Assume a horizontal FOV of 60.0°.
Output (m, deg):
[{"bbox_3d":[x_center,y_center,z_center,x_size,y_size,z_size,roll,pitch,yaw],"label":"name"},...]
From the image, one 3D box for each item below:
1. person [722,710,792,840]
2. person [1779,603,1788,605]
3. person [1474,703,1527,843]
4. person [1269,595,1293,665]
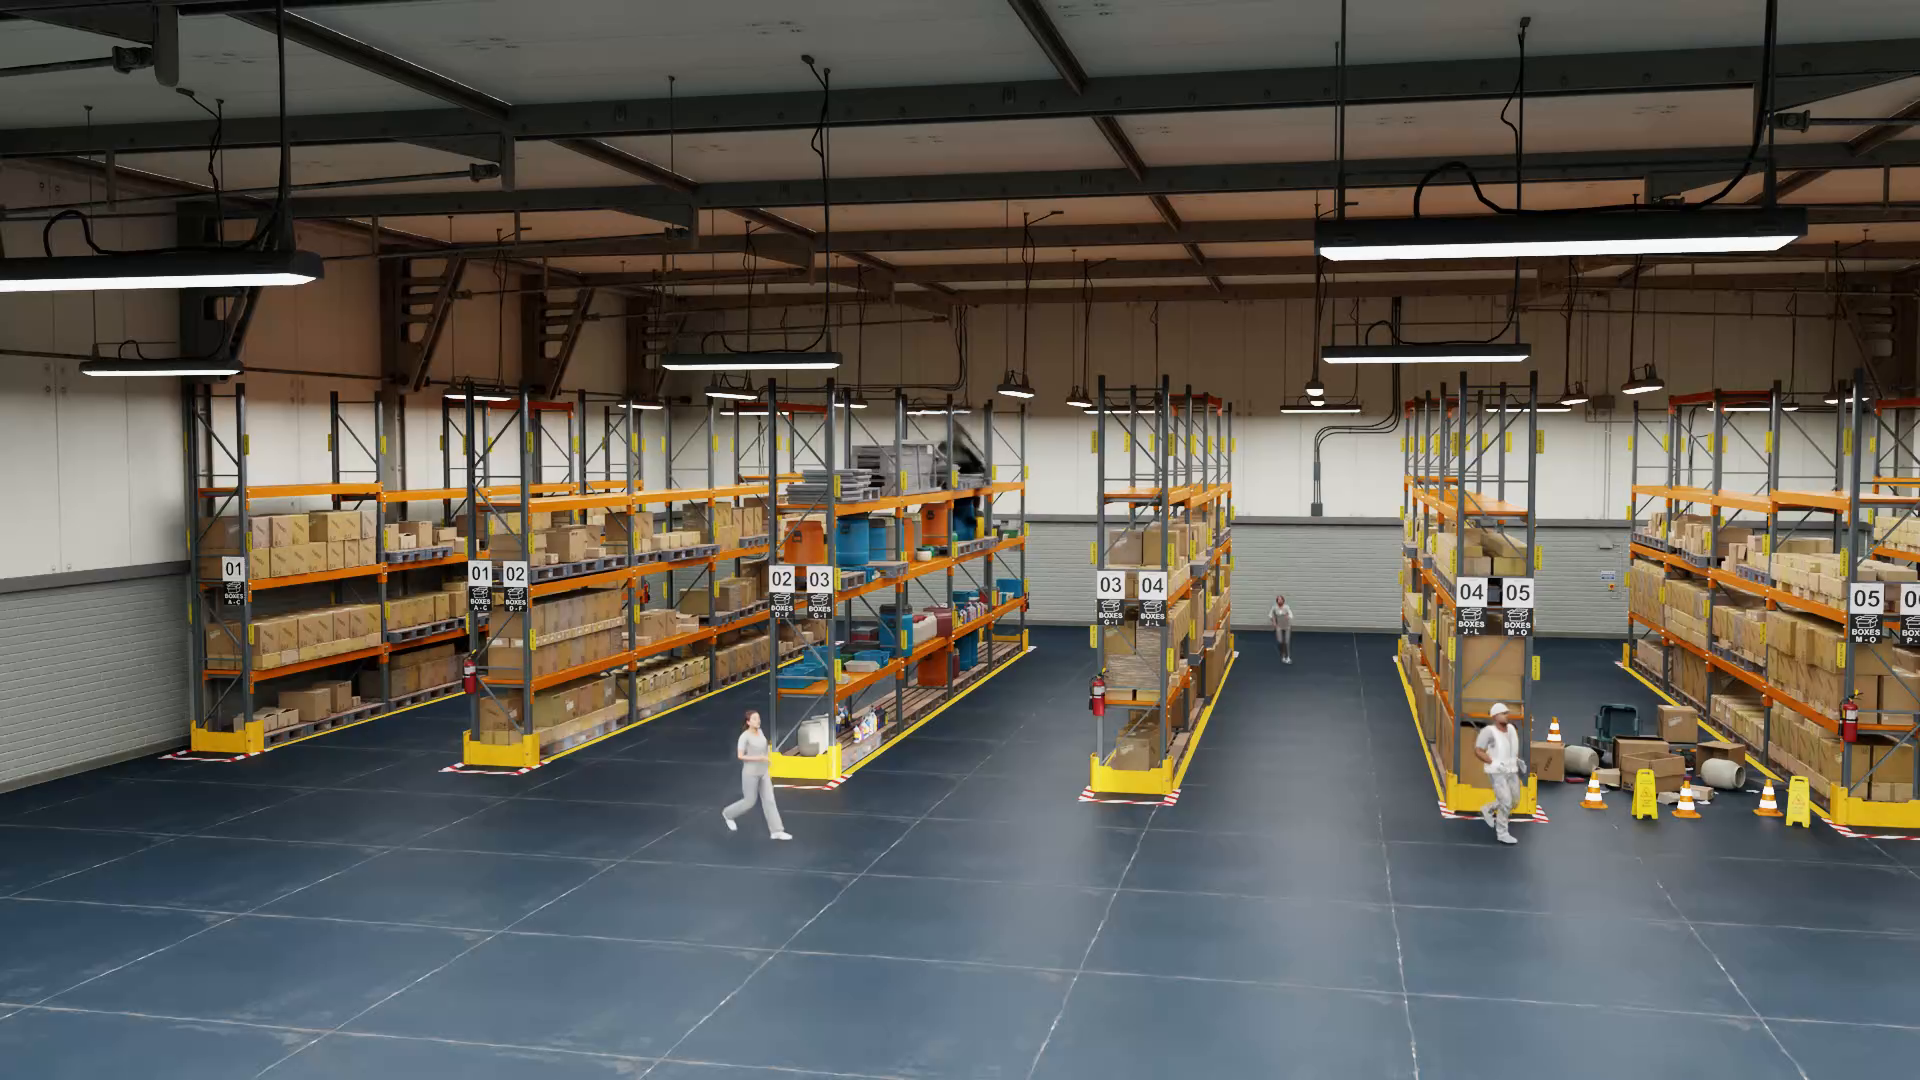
[{"bbox_3d":[-2.554,2.943,20.972,1.076,1.611,0.582,2,4,37],"label":"person"},{"bbox_3d":[16.935,2.162,34.241,0.629,1.771,0.693,0,3,-1],"label":"person"},{"bbox_3d":[6.794,2.923,21.038,0.704,1.739,0.674,-2,4,-28],"label":"person"},{"bbox_3d":[7.327,2.048,37.945,0.537,1.602,0.660,0,3,8],"label":"person"}]
